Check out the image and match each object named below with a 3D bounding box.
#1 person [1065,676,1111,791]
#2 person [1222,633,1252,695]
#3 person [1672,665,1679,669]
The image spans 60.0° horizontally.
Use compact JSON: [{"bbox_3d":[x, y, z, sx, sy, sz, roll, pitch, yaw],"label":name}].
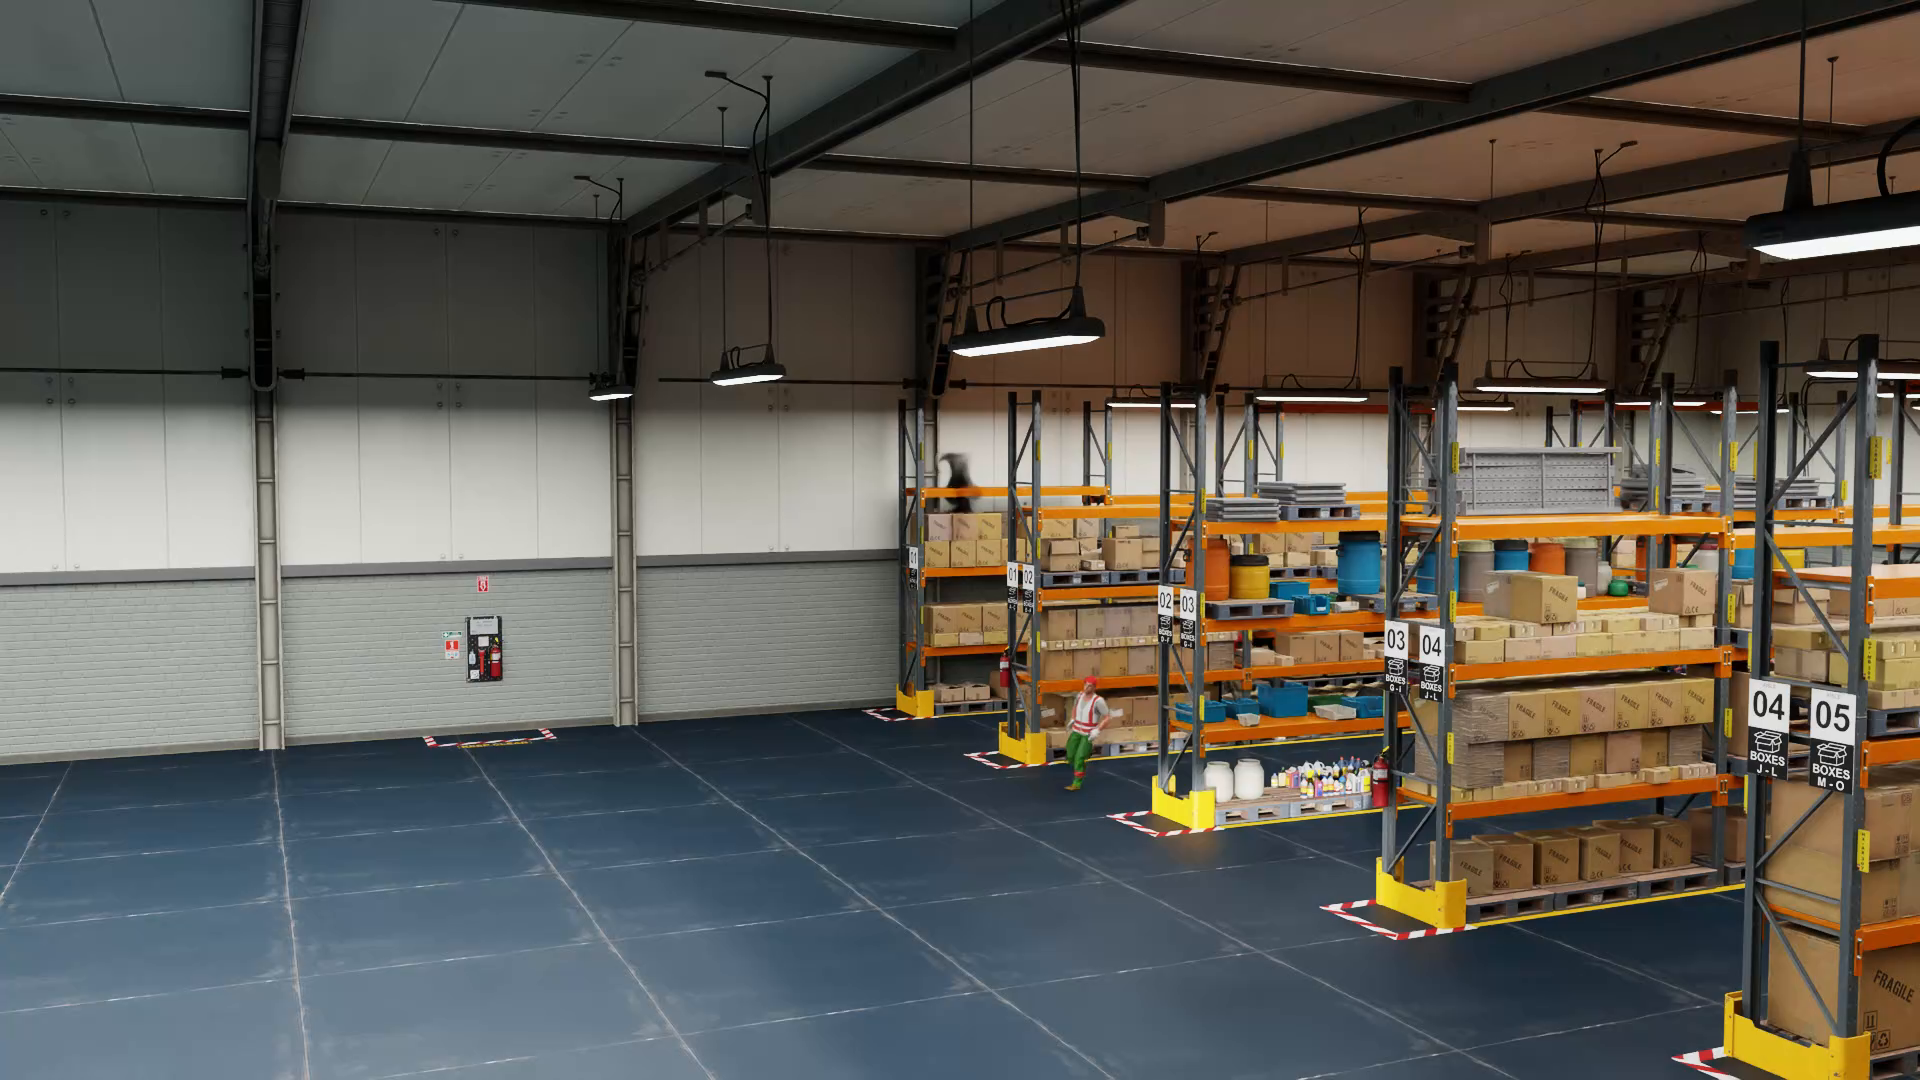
[{"bbox_3d":[1.923,2.862,24.680,0.743,1.739,0.582,2,4,34],"label":"person"},{"bbox_3d":[5.230,2.436,32.124,0.853,1.787,0.636,-2,4,-28],"label":"person"},{"bbox_3d":[16.065,2.234,36.659,0.573,1.419,0.992,0,3,-8],"label":"person"}]
